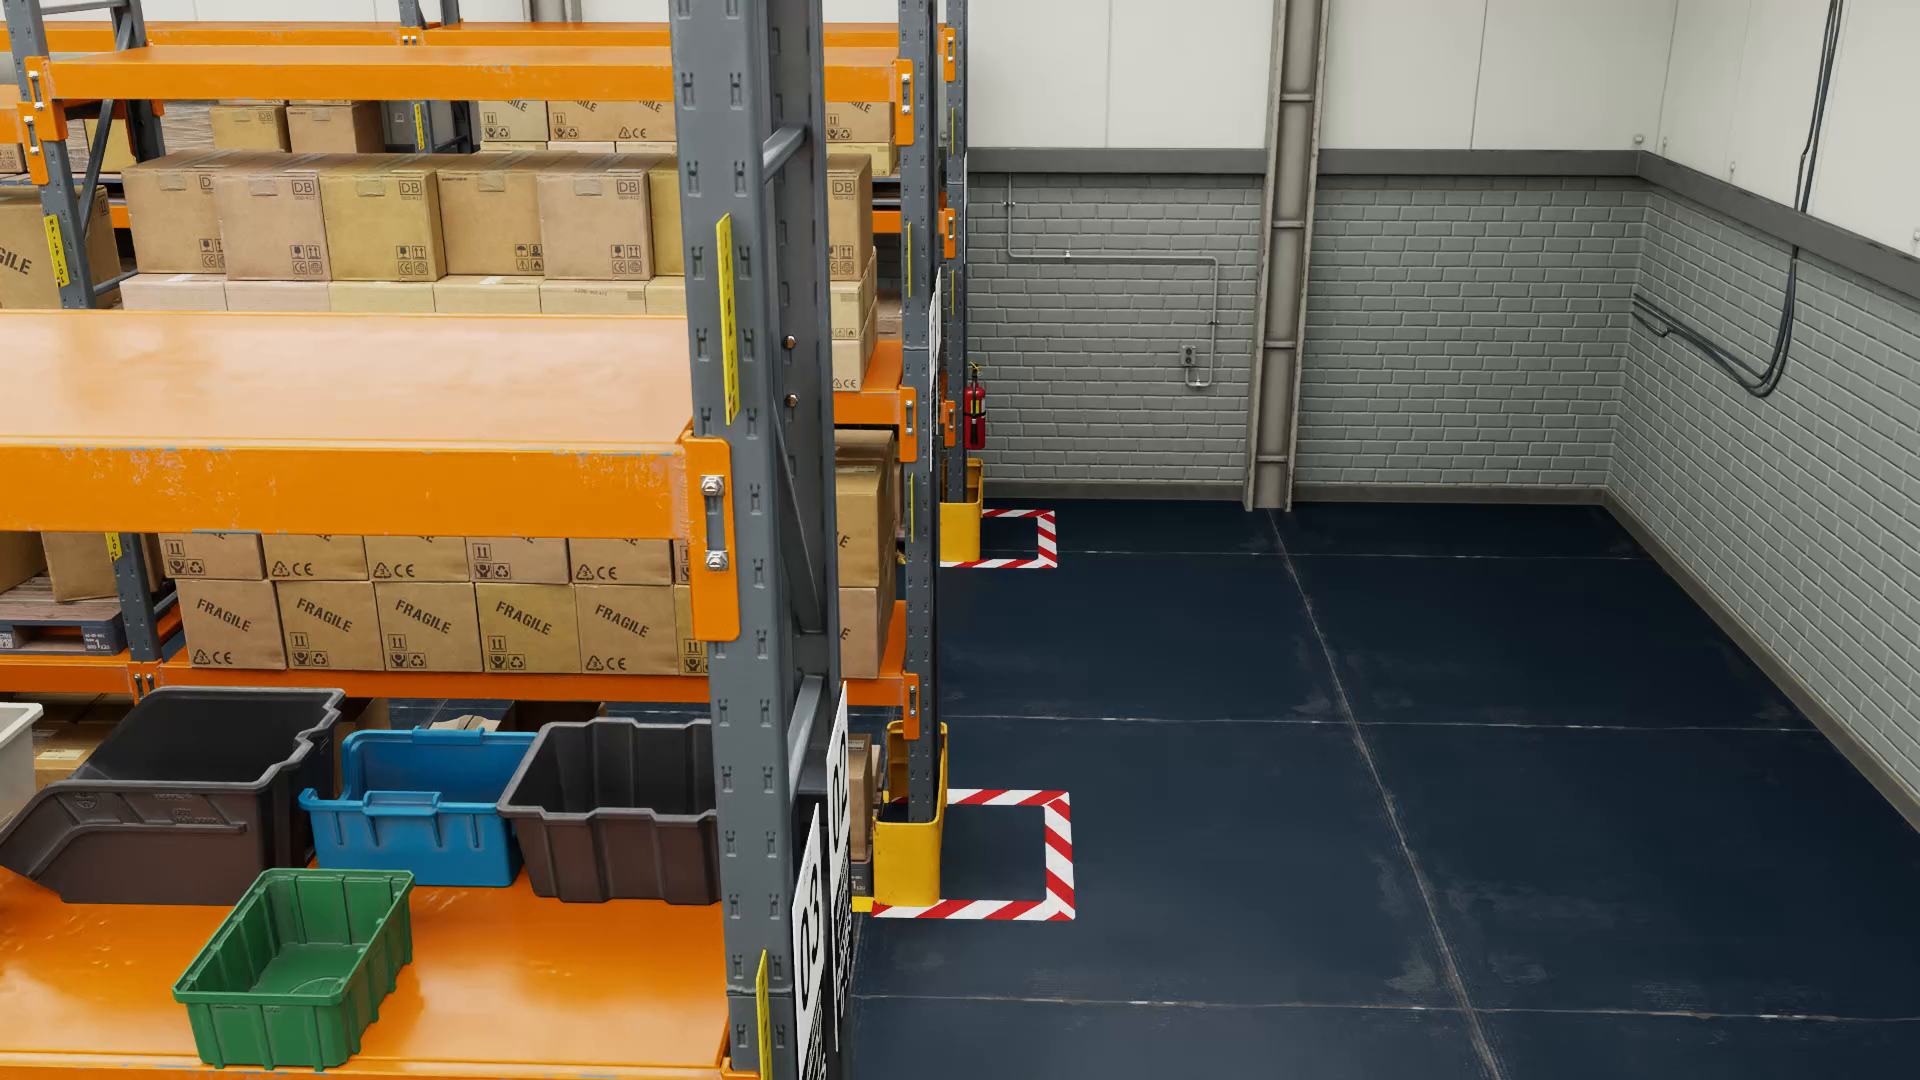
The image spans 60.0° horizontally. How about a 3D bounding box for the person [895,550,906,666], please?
[{"bbox_3d":[-0.604,0.147,11.134,0.402,1.667,0.531,6,22,16],"label":"person"}]
